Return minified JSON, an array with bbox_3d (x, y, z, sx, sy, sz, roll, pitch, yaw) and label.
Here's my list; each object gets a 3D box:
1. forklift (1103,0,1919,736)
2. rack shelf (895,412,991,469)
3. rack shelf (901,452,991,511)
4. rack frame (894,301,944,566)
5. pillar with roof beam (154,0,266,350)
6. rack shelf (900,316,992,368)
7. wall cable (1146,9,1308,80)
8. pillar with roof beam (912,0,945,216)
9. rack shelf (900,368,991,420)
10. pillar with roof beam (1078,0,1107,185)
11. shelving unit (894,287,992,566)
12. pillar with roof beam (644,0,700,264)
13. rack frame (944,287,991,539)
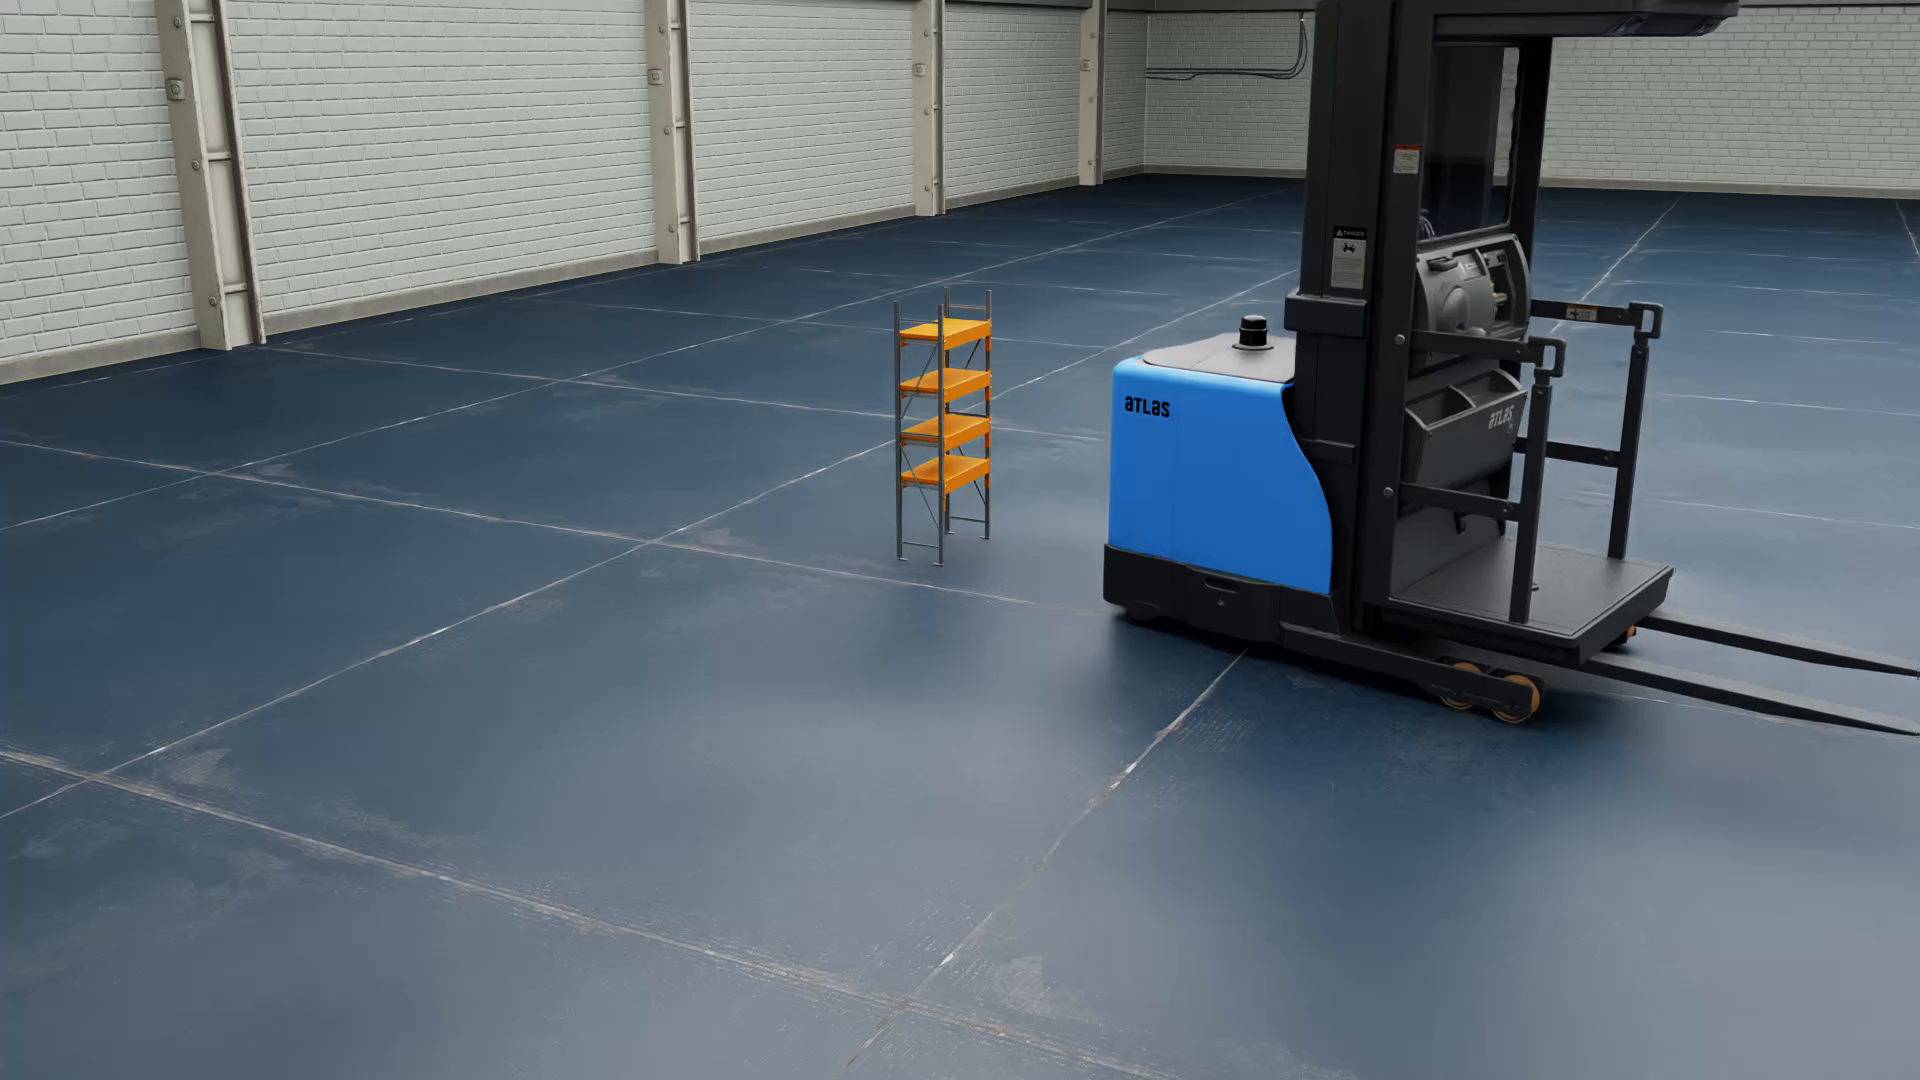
[{"bbox_3d":[2.057,-0.930,6.009,3.031,2.935,1.130,13,21,38],"label":"forklift"},{"bbox_3d":[-0.074,-0.469,7.731,0.258,0.148,0.480,8,18,25],"label":"rack shelf"},{"bbox_3d":[-0.074,-0.278,7.787,0.258,0.148,0.480,8,18,25],"label":"rack shelf"},{"bbox_3d":[-0.183,-0.471,7.502,0.240,1.200,0.015,8,18,25],"label":"rack frame"},{"bbox_3d":[-1.945,-5.322,10.136,9.100,9.000,0.400,8,18,25],"label":"pillar with roof beam"},{"bbox_3d":[-0.074,-0.910,7.600,0.258,0.148,0.480,8,18,25],"label":"rack shelf"},{"bbox_3d":[4.746,-9.548,29.819,3.097,2.526,0.112,8,18,25],"label":"wall cable"},{"bbox_3d":[3.417,-8.378,20.427,9.100,9.000,0.400,8,18,25],"label":"pillar with roof beam"},{"bbox_3d":[-0.074,-0.683,7.667,0.258,0.148,0.480,8,18,25],"label":"rack shelf"},{"bbox_3d":[6.098,-9.906,25.573,9.100,9.000,0.400,8,18,25],"label":"pillar with roof beam"},{"bbox_3d":[-0.074,-0.533,7.712,0.258,1.200,0.503,8,18,25],"label":"shelving unit"},{"bbox_3d":[0.736,-6.850,15.282,9.100,9.000,0.400,8,18,25],"label":"pillar with roof beam"},{"bbox_3d":[0.035,-0.595,7.921,0.240,1.200,0.015,8,18,25],"label":"rack frame"}]
